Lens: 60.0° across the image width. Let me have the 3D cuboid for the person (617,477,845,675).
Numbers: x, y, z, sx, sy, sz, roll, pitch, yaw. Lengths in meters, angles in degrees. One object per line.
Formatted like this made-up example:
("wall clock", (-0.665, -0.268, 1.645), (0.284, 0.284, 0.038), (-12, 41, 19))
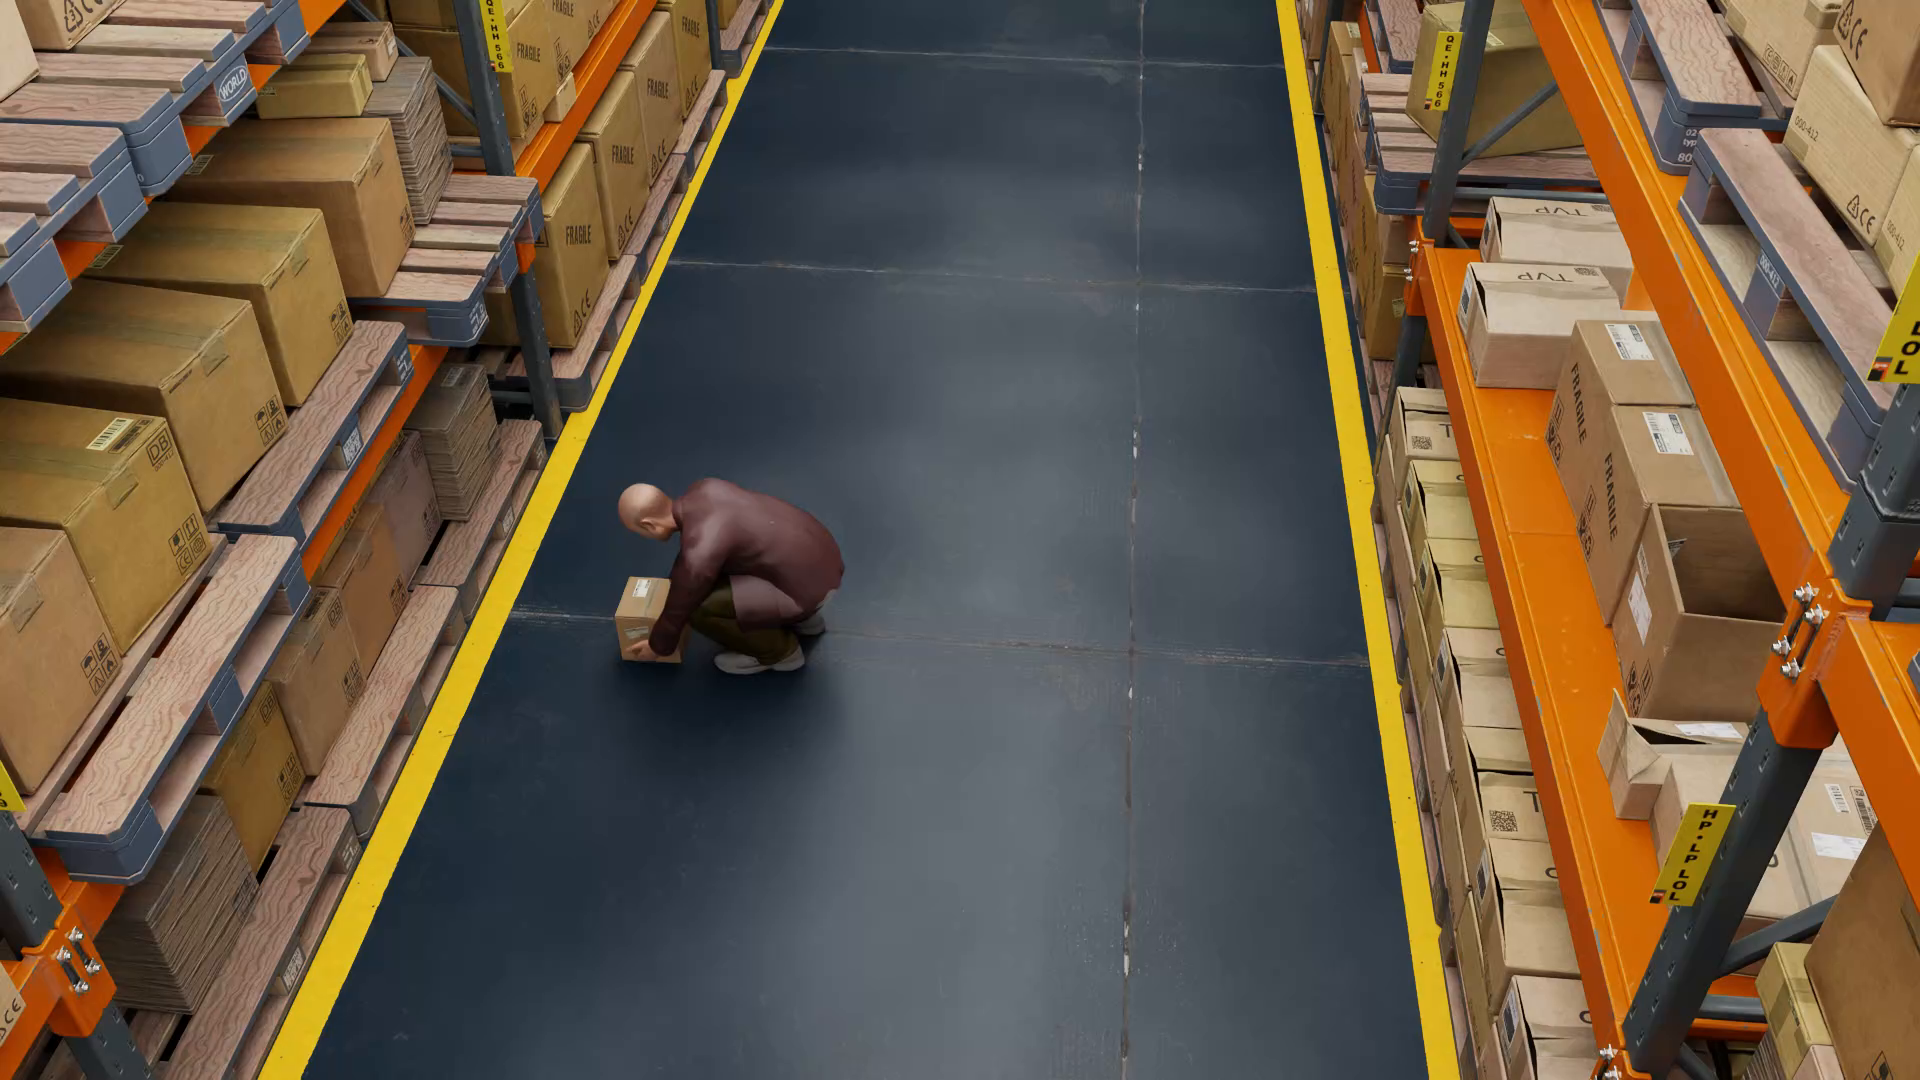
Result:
("person", (-0.920, 0.132, 6.756), (0.896, 0.858, 0.599), (3, 40, 4))
